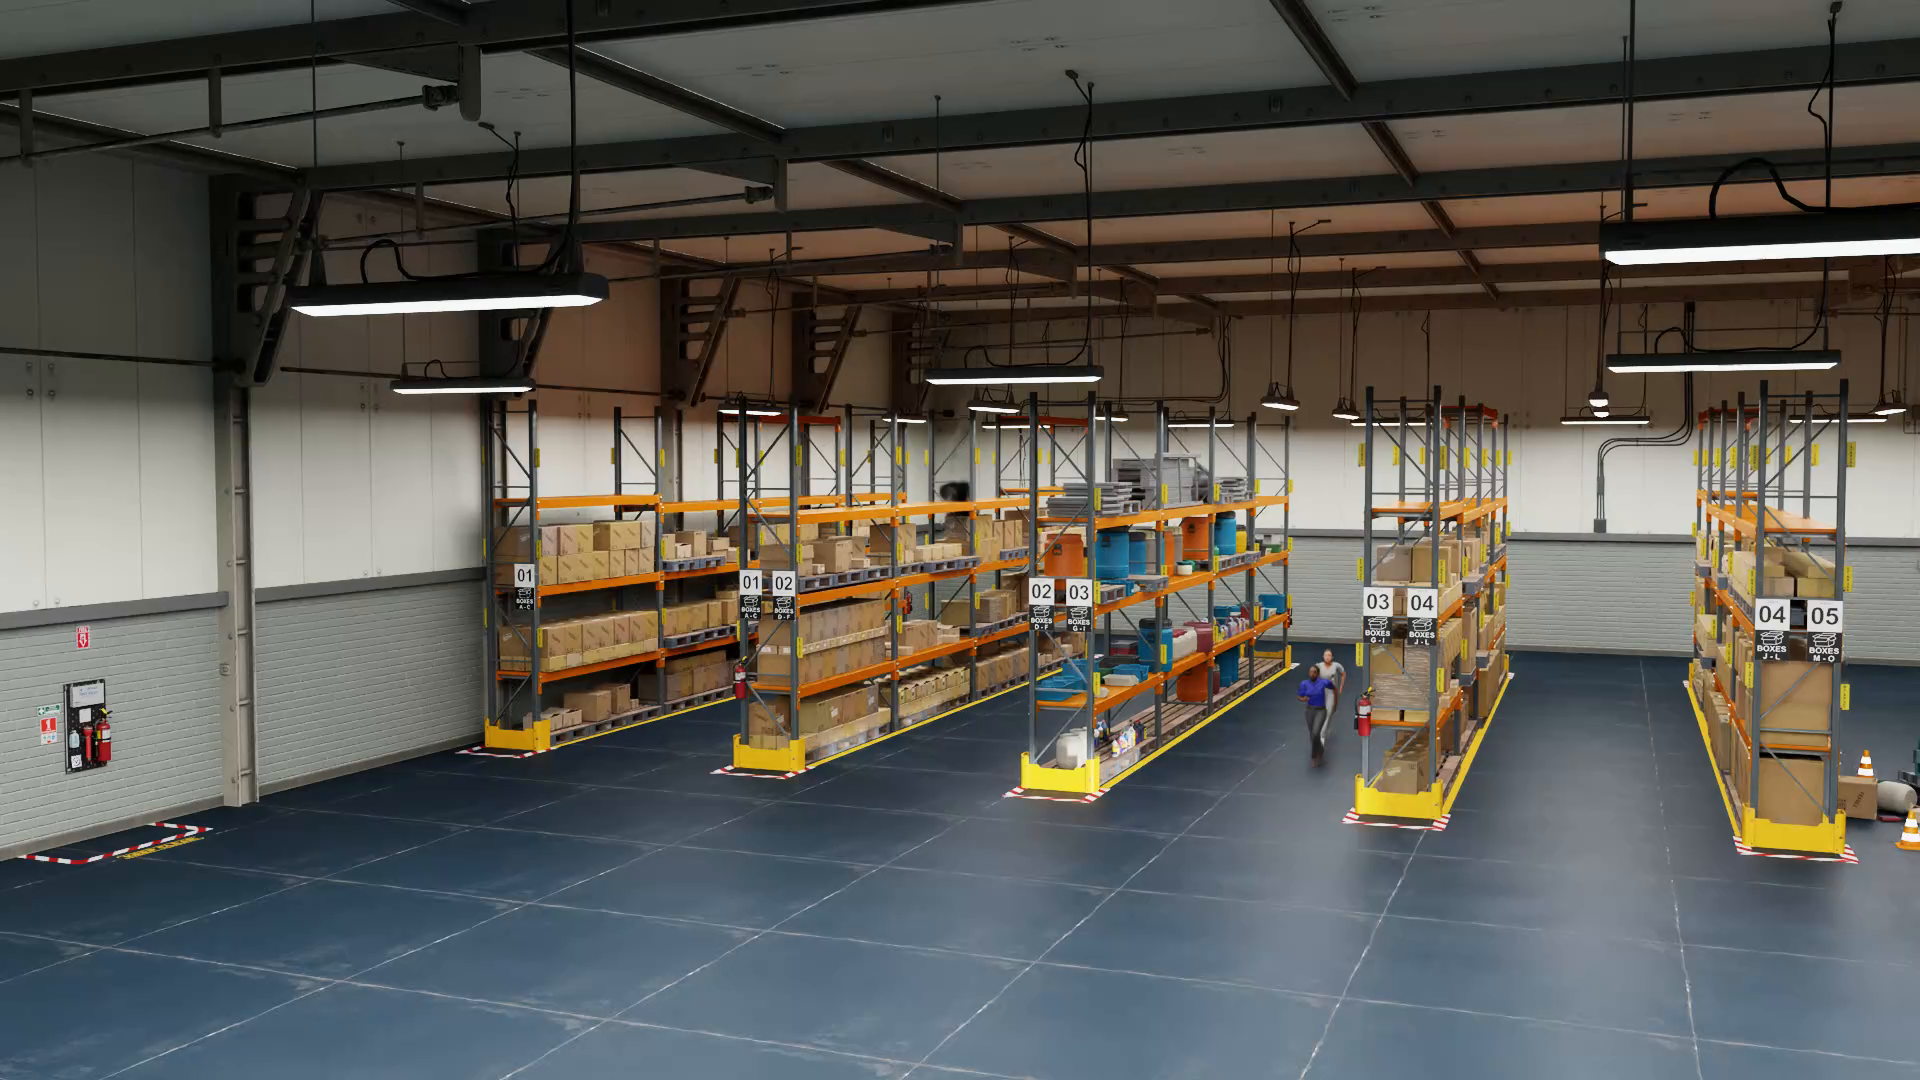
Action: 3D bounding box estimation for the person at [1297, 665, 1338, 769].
[{"bbox_3d":[5.796,2.854,27.009,0.599,1.685,0.834,1,3,25],"label":"person"}]

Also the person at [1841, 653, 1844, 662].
[{"bbox_3d":[16.434,2.575,31.639,0.662,1.821,0.964,1,3,26],"label":"person"}]

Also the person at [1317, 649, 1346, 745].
[{"bbox_3d":[6.492,2.731,29.338,0.587,1.662,0.961,1,3,18],"label":"person"}]
